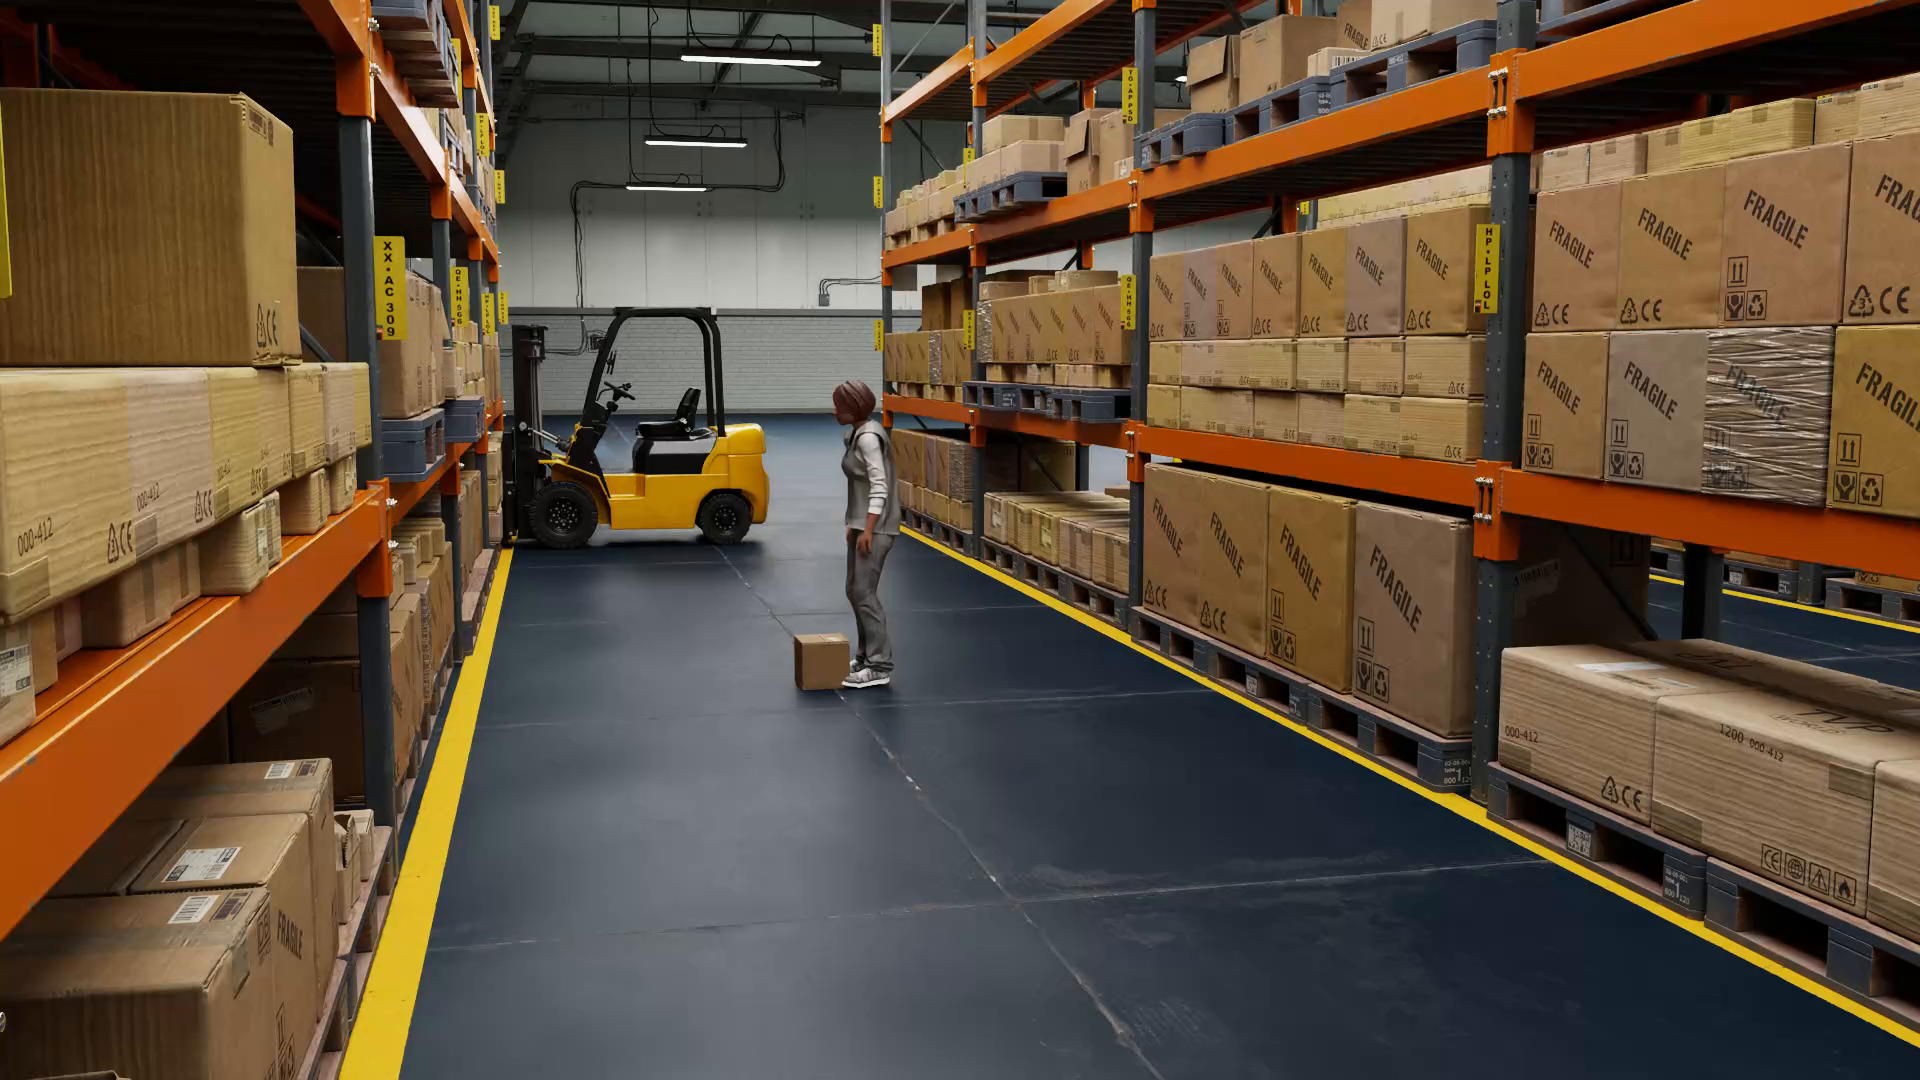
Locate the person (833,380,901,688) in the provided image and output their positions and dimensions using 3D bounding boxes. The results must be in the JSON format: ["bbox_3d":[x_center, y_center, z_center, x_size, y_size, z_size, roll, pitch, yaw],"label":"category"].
[{"bbox_3d":[-0.493,-0.016,8.716,0.347,1.551,0.464,-2,7,-14],"label":"person"}]
